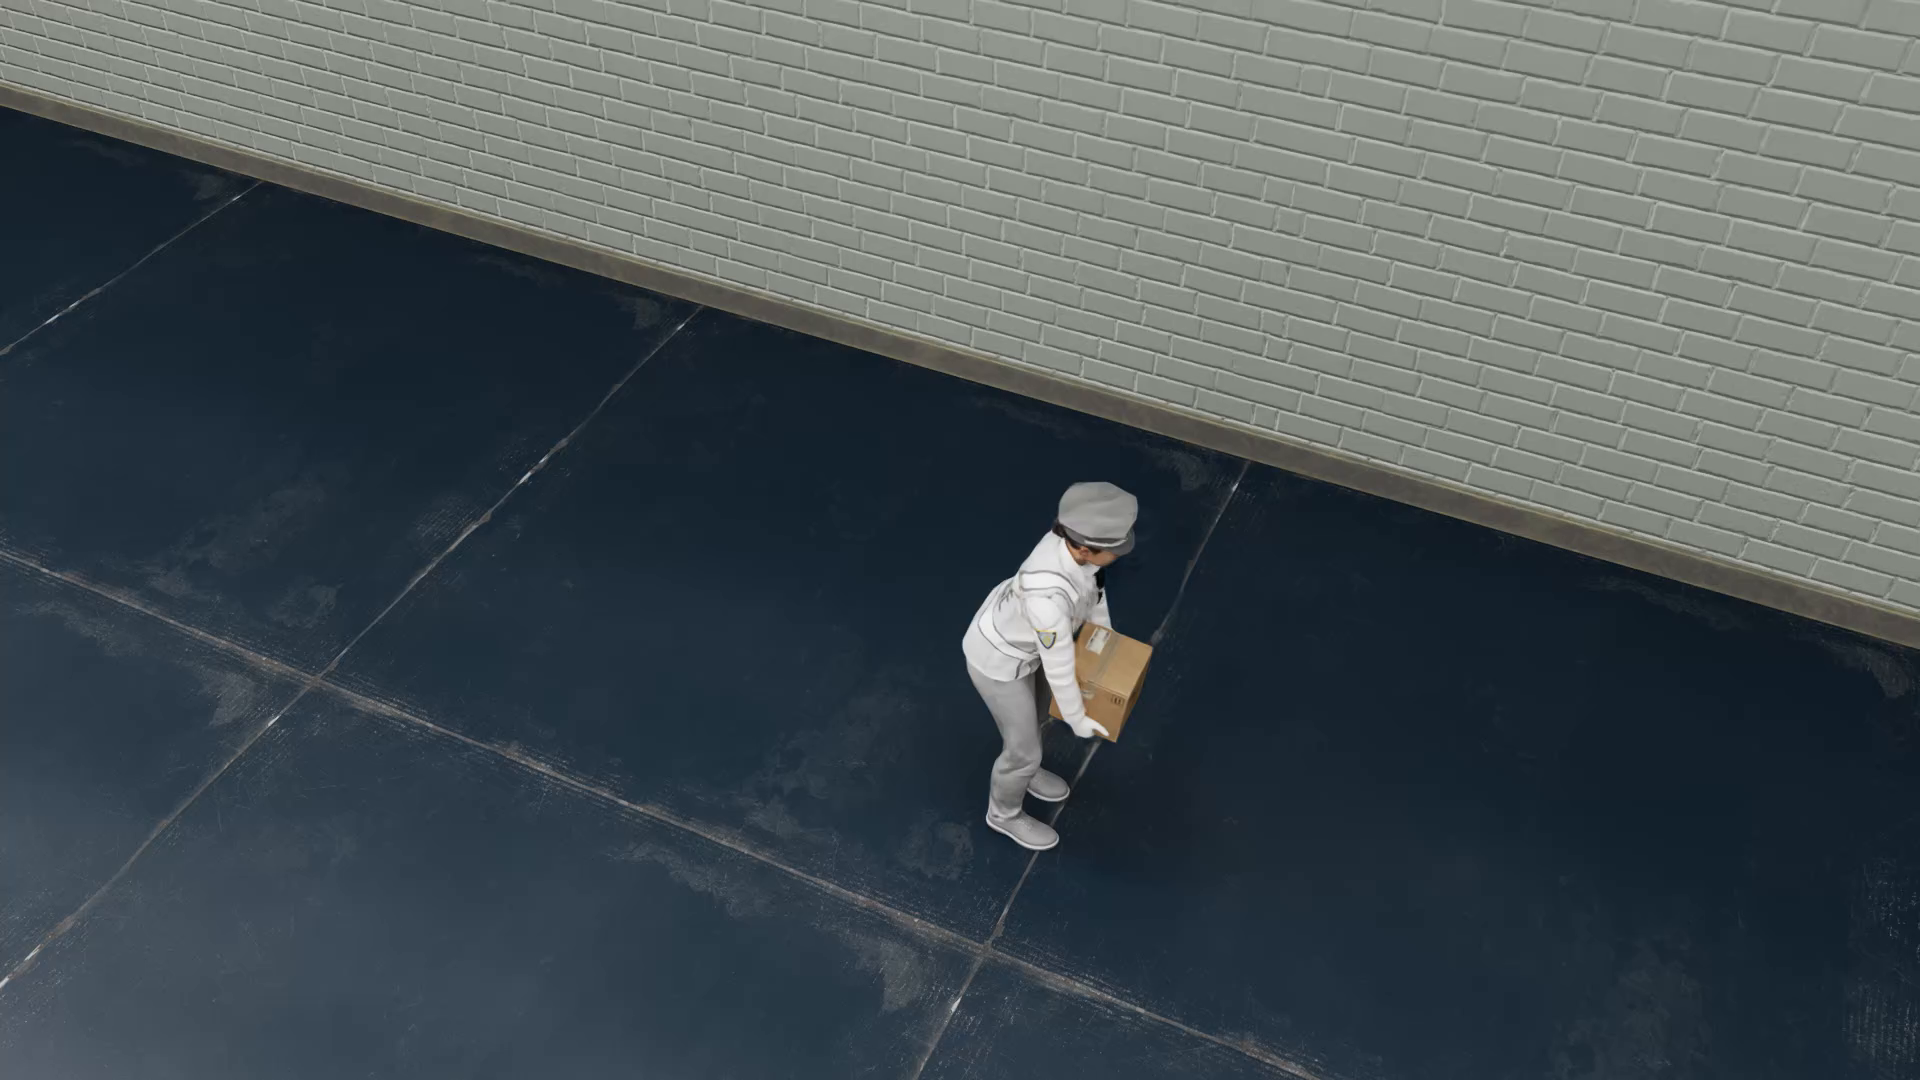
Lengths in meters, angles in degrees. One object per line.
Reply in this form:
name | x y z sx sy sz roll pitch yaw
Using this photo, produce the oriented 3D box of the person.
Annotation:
person | 0.298 0.425 5.724 0.559 1.630 0.412 17 45 18
